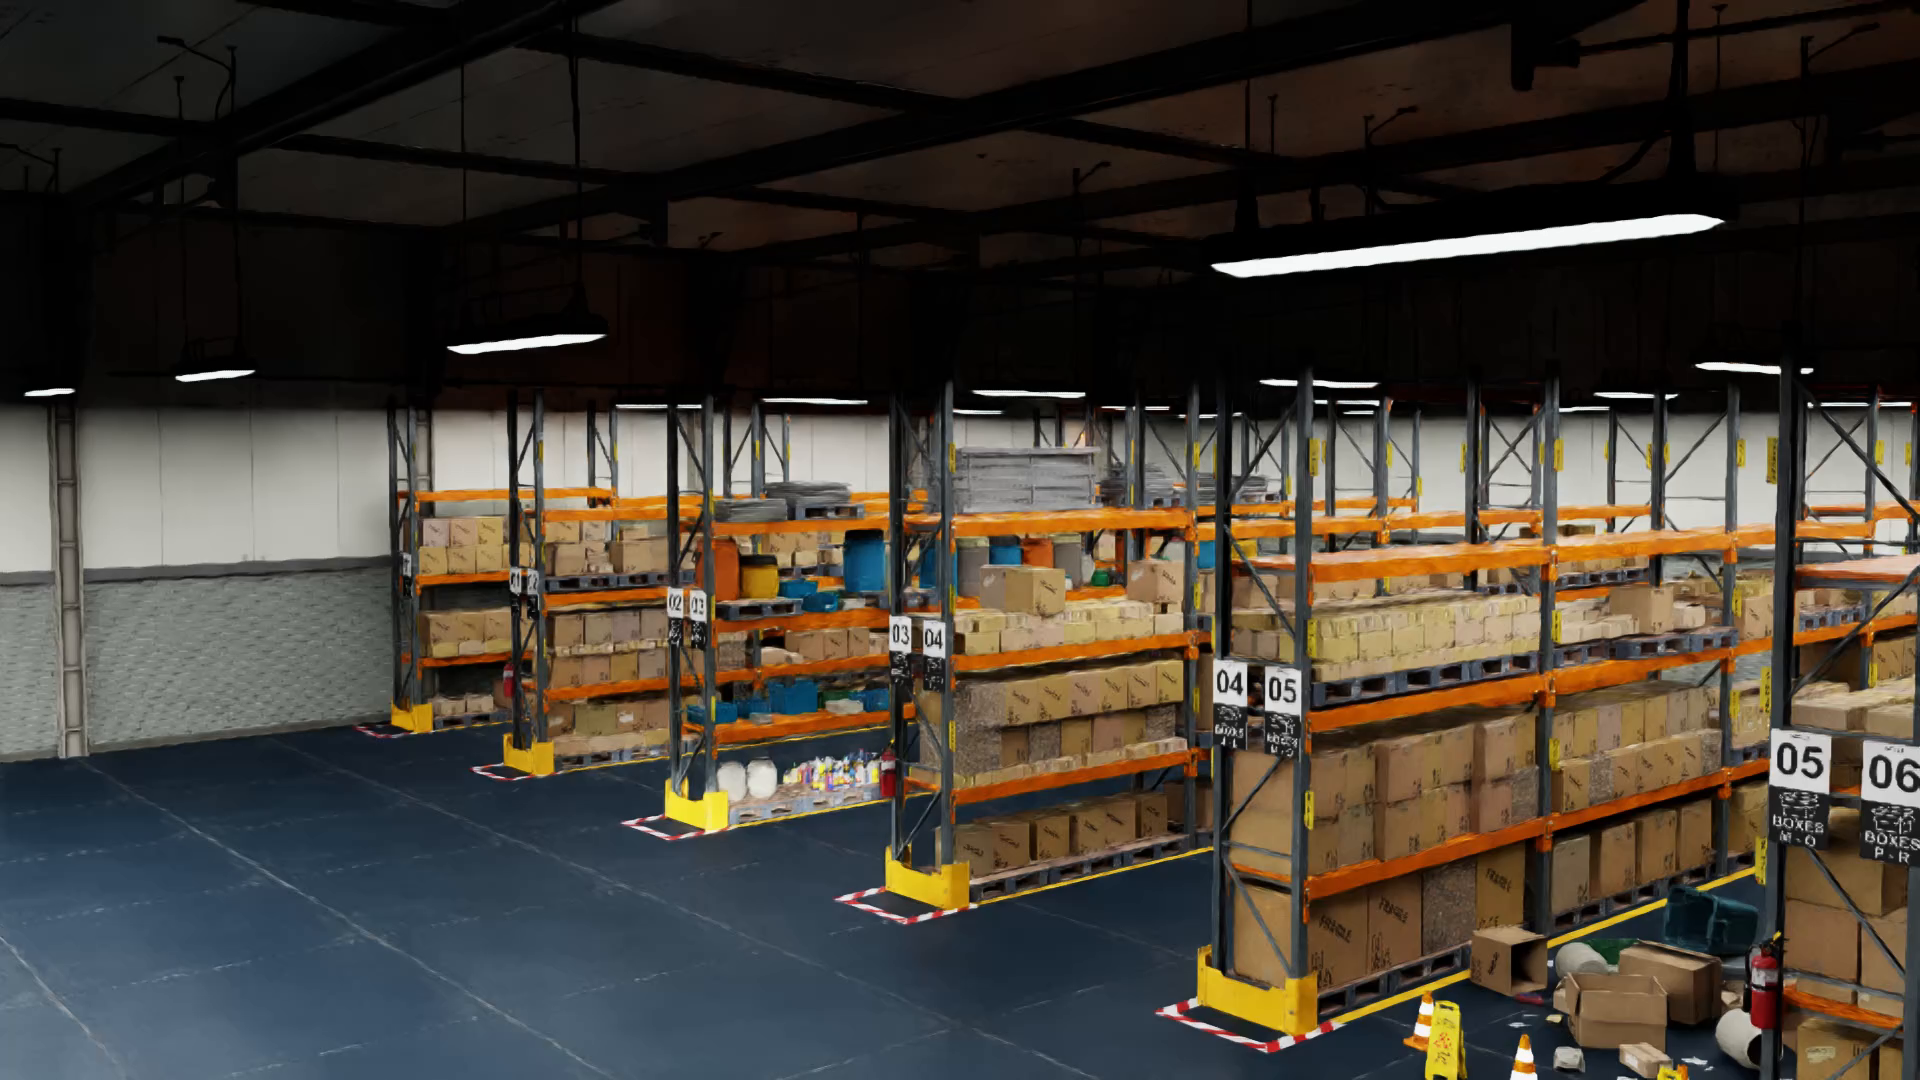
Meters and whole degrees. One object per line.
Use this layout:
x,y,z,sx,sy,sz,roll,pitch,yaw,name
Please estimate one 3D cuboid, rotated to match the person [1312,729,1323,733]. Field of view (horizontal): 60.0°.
4.533,3.112,20.887,0.535,1.676,0.682,-3,4,-42,person
